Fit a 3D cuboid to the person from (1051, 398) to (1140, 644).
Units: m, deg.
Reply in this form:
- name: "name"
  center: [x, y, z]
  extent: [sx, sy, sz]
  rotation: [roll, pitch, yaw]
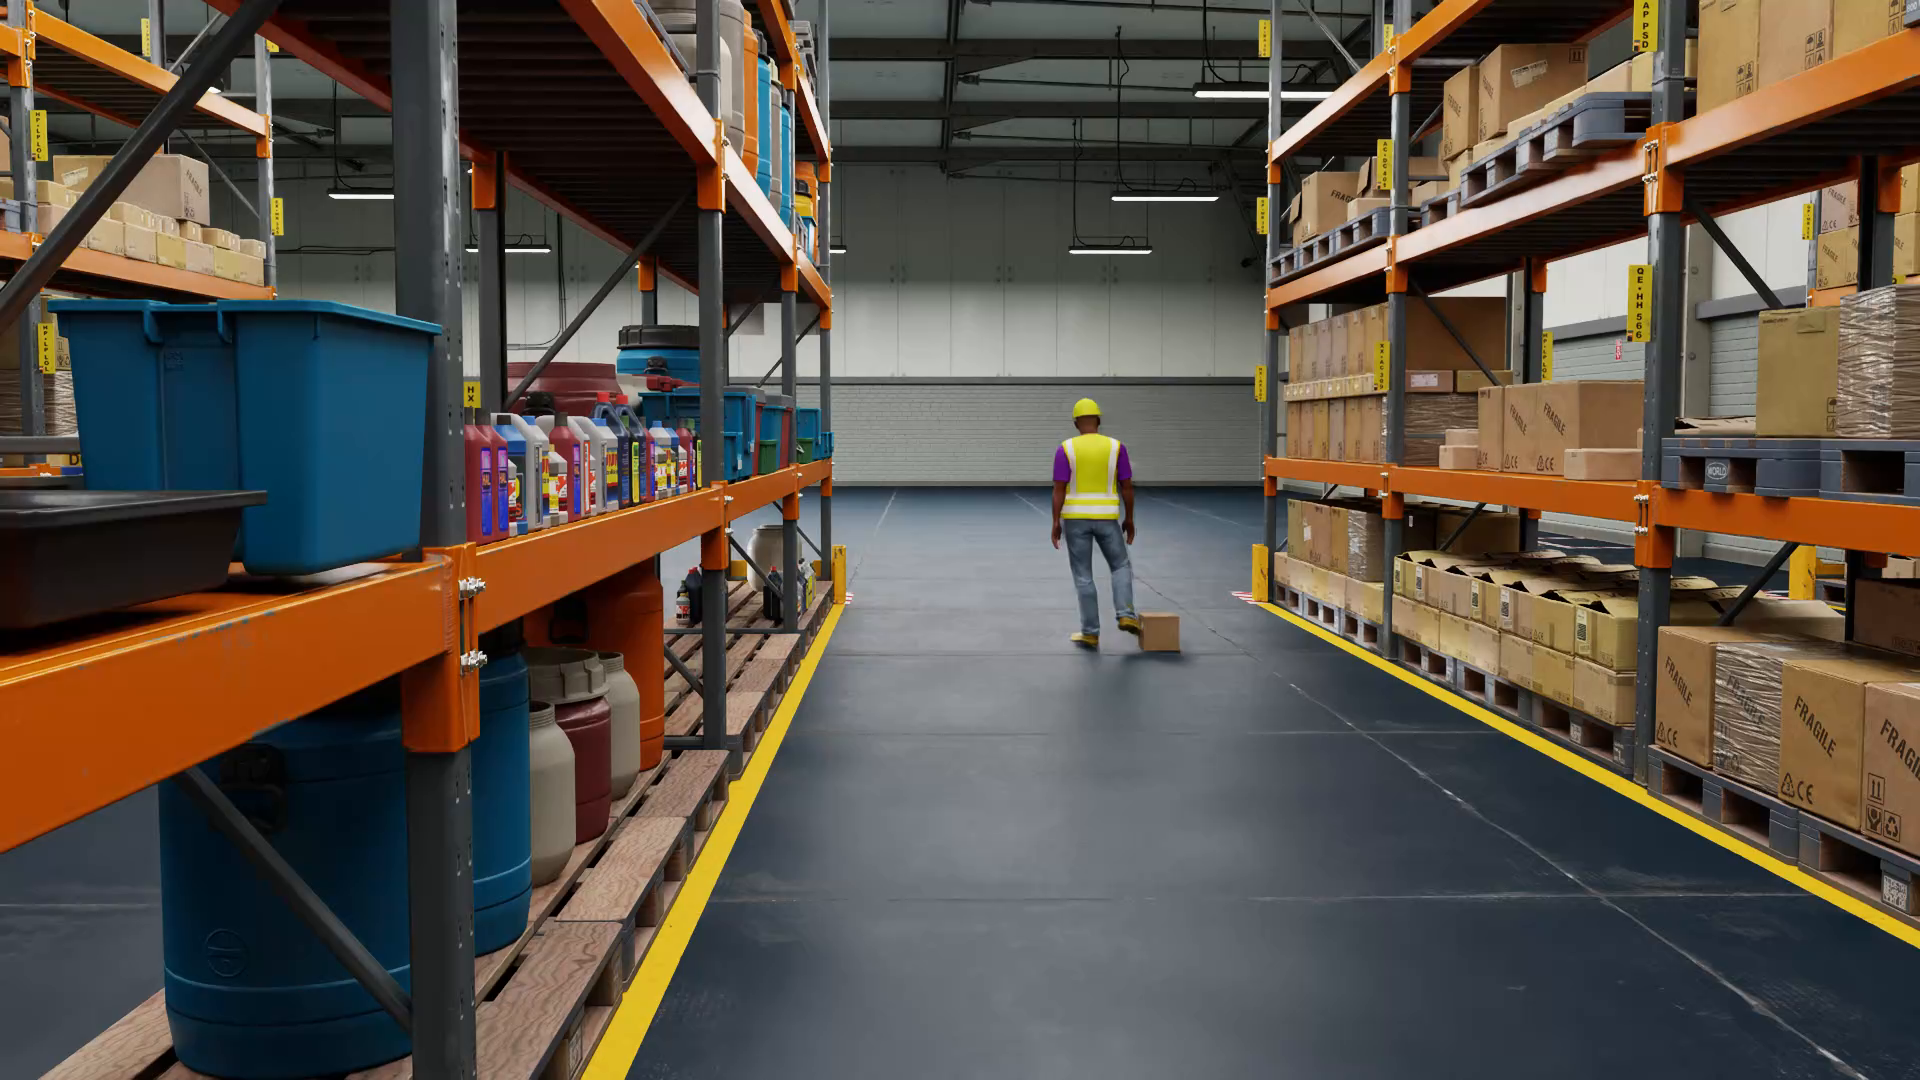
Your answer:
- name: "person"
  center: [1.007, -0.136, 11.917]
  extent: [0.717, 1.757, 0.523]
  rotation: [0, 4, -5]
